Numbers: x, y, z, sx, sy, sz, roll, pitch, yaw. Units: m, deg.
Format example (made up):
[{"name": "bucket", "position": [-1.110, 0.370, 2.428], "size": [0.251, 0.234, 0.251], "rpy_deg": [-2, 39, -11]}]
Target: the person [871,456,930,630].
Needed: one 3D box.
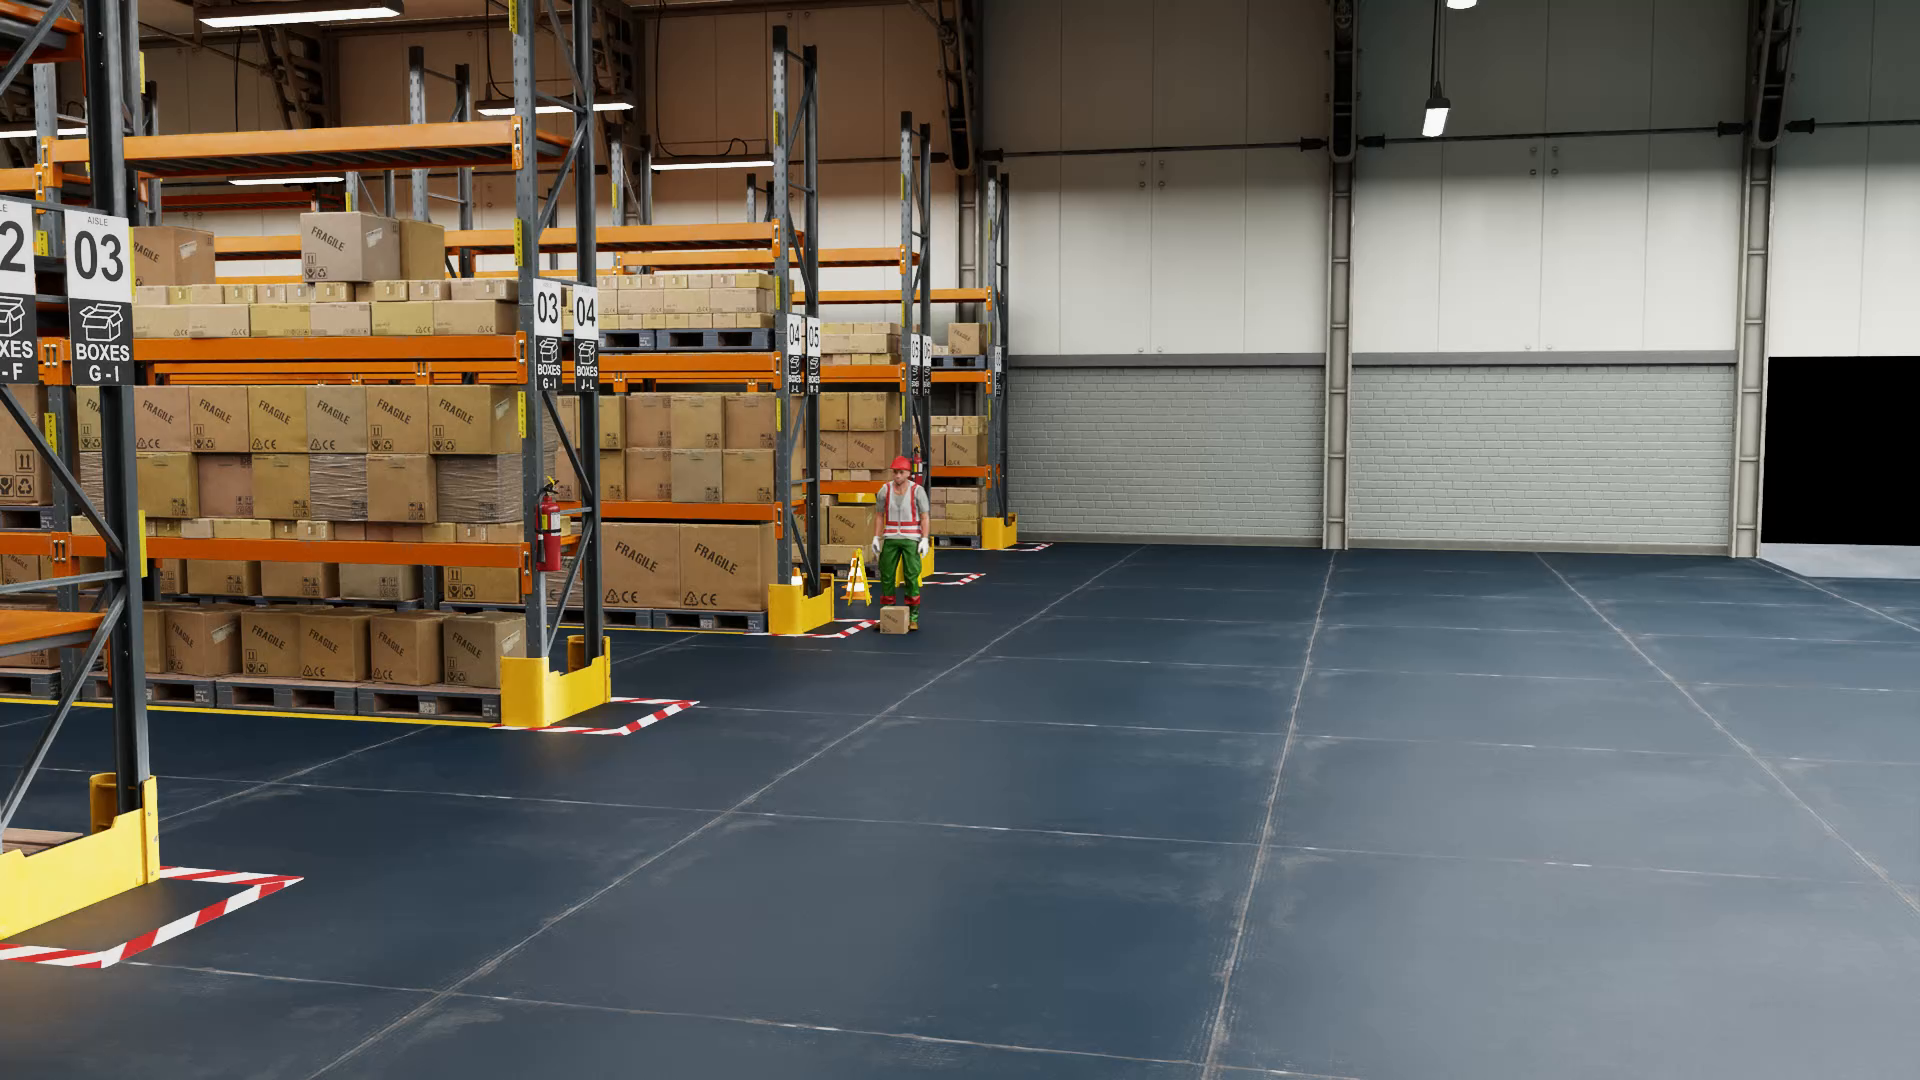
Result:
[{"name": "person", "position": [-0.607, 0.031, 17.002], "size": [0.607, 1.779, 0.452], "rpy_deg": [1, 5, 13]}]
